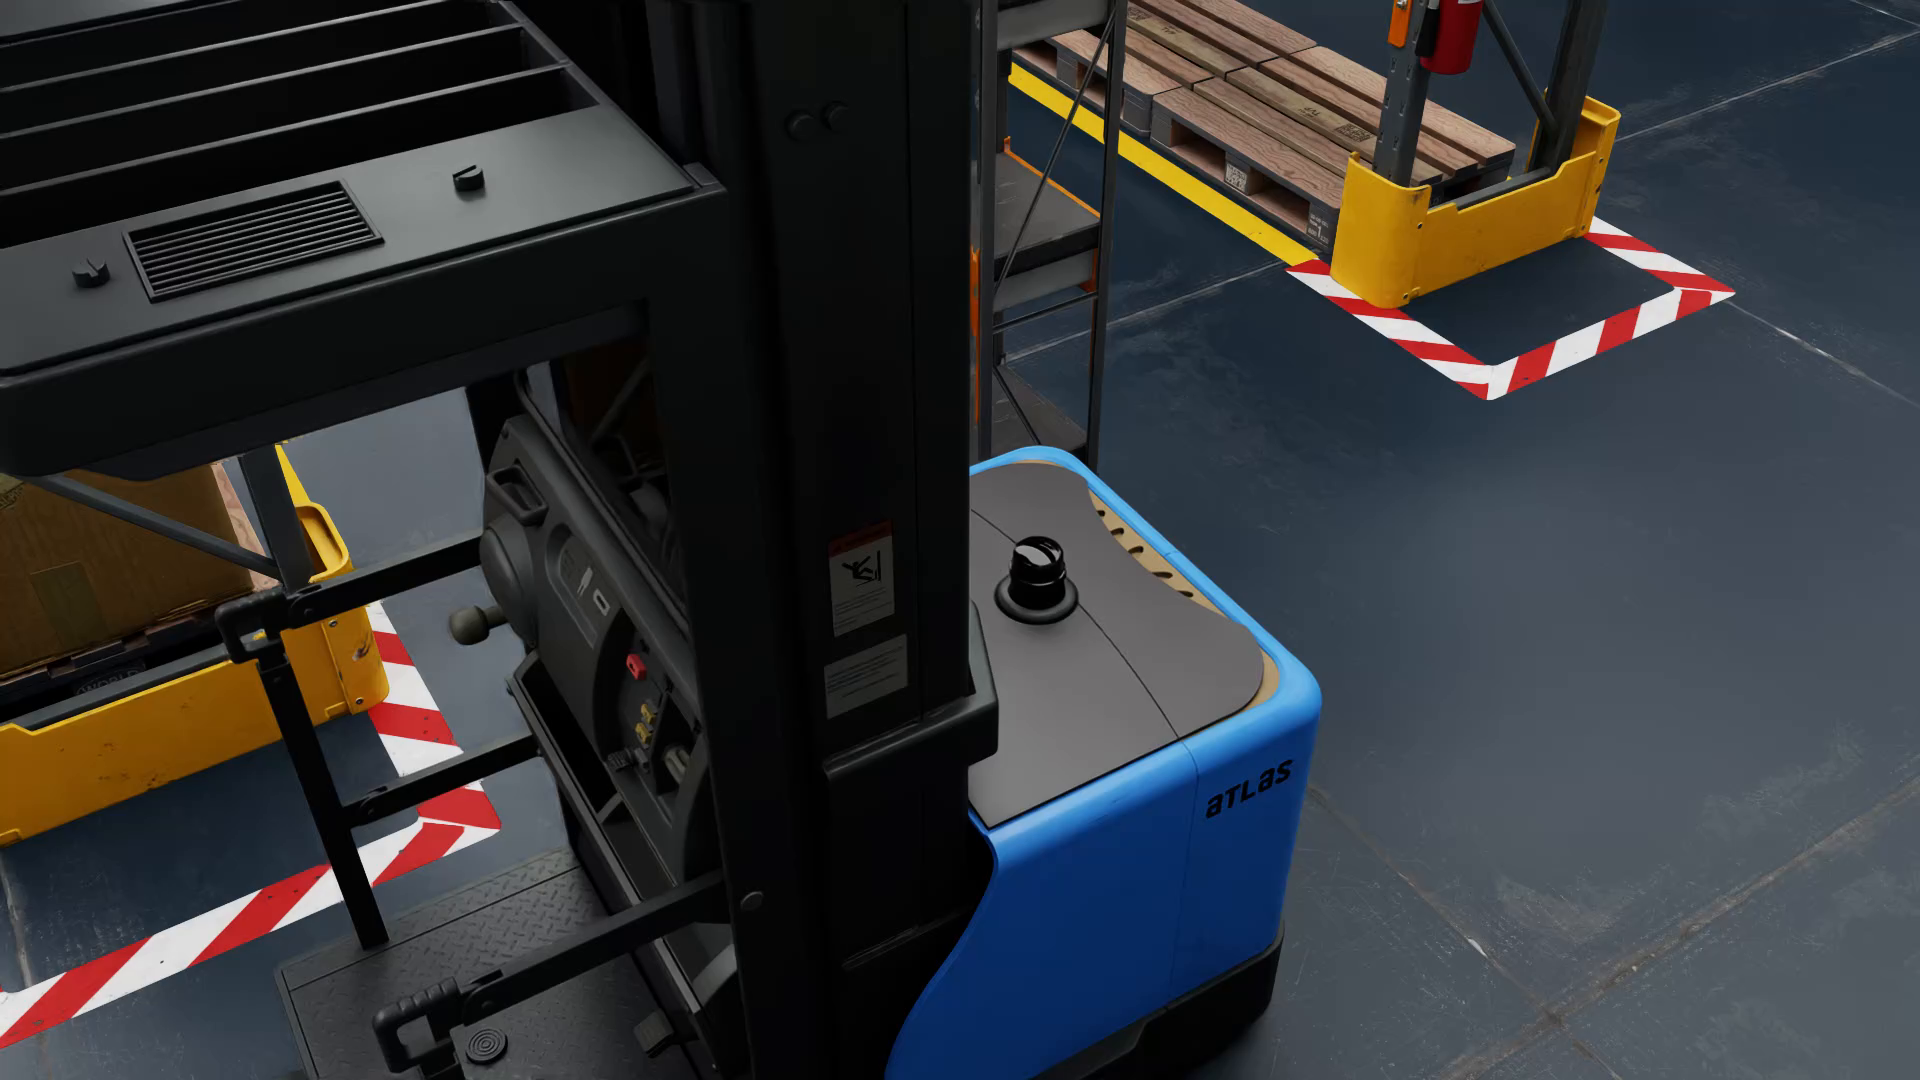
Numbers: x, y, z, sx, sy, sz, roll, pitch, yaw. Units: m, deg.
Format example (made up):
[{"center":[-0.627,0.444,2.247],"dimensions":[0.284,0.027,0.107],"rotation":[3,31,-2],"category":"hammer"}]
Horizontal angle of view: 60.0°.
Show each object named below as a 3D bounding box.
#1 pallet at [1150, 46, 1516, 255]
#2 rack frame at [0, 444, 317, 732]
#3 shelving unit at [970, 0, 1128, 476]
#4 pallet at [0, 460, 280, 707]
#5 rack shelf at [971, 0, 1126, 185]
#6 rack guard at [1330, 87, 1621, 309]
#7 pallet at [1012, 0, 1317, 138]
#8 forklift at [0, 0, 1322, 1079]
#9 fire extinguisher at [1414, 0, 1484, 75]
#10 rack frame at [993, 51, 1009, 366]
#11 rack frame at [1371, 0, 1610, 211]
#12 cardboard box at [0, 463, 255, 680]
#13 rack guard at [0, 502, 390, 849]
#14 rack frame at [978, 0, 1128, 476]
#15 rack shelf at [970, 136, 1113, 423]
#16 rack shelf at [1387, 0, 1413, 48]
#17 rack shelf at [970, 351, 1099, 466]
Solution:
[{"center":[1.569,-1.700,7.125],"dimensions":[1.003,0.211,1.213],"rotation":[-22,45,-24],"category":"pallet"},{"center":[-2.196,-0.608,3.637],"dimensions":[1.000,3.000,0.127],"rotation":[-22,45,-24],"category":"rack frame"},{"center":[0.089,-0.717,4.471],"dimensions":[0.431,2.100,0.503],"rotation":[-22,45,-24],"category":"shelving unit"},{"center":[-2.692,0.059,5.015],"dimensions":[1.003,0.211,1.213],"rotation":[-22,45,-24],"category":"pallet"},{"center":[0.089,-1.245,4.031],"dimensions":[0.431,0.518,0.480],"rotation":[-22,45,-24],"category":"rack shelf"},{"center":[2.004,-1.344,6.473],"dimensions":[1.175,0.500,0.348],"rotation":[-22,45,-24],"category":"rack guard"},{"center":[0.917,-2.358,7.915],"dimensions":[1.003,0.211,1.213],"rotation":[-22,45,-24],"category":"pallet"},{"center":[-0.799,0.208,2.710],"dimensions":[3.031,2.935,1.130],"rotation":[-21,44,-23],"category":"forklift"},{"center":[1.678,-1.902,5.541],"dimensions":[0.296,0.674,0.183],"rotation":[-22,45,-24],"category":"fire extinguisher"},{"center":[-0.042,-0.849,4.629],"dimensions":[0.400,2.100,0.015],"rotation":[-22,45,-24],"category":"rack frame"},{"center":[1.980,-2.313,5.683],"dimensions":[1.000,3.000,0.127],"rotation":[-22,45,-24],"category":"rack frame"},{"center":[-2.608,-0.271,4.564],"dimensions":[0.875,0.875,0.875],"rotation":[-22,45,-24],"category":"cardboard box"},{"center":[-2.183,0.365,4.421],"dimensions":[1.175,0.500,0.348],"rotation":[-22,45,-24],"category":"rack guard"},{"center":[0.220,-0.586,4.313],"dimensions":[0.400,2.100,0.015],"rotation":[-22,45,-24],"category":"rack frame"},{"center":[0.089,-0.707,4.479],"dimensions":[0.431,0.518,0.480],"rotation":[-22,45,-24],"category":"rack shelf"},{"center":[0.904,-3.116,7.208],"dimensions":[1.077,0.370,4.000],"rotation":[-22,45,-24],"category":"rack shelf"},{"center":[0.089,-0.169,4.927],"dimensions":[0.431,0.518,0.480],"rotation":[-22,45,-24],"category":"rack shelf"}]
